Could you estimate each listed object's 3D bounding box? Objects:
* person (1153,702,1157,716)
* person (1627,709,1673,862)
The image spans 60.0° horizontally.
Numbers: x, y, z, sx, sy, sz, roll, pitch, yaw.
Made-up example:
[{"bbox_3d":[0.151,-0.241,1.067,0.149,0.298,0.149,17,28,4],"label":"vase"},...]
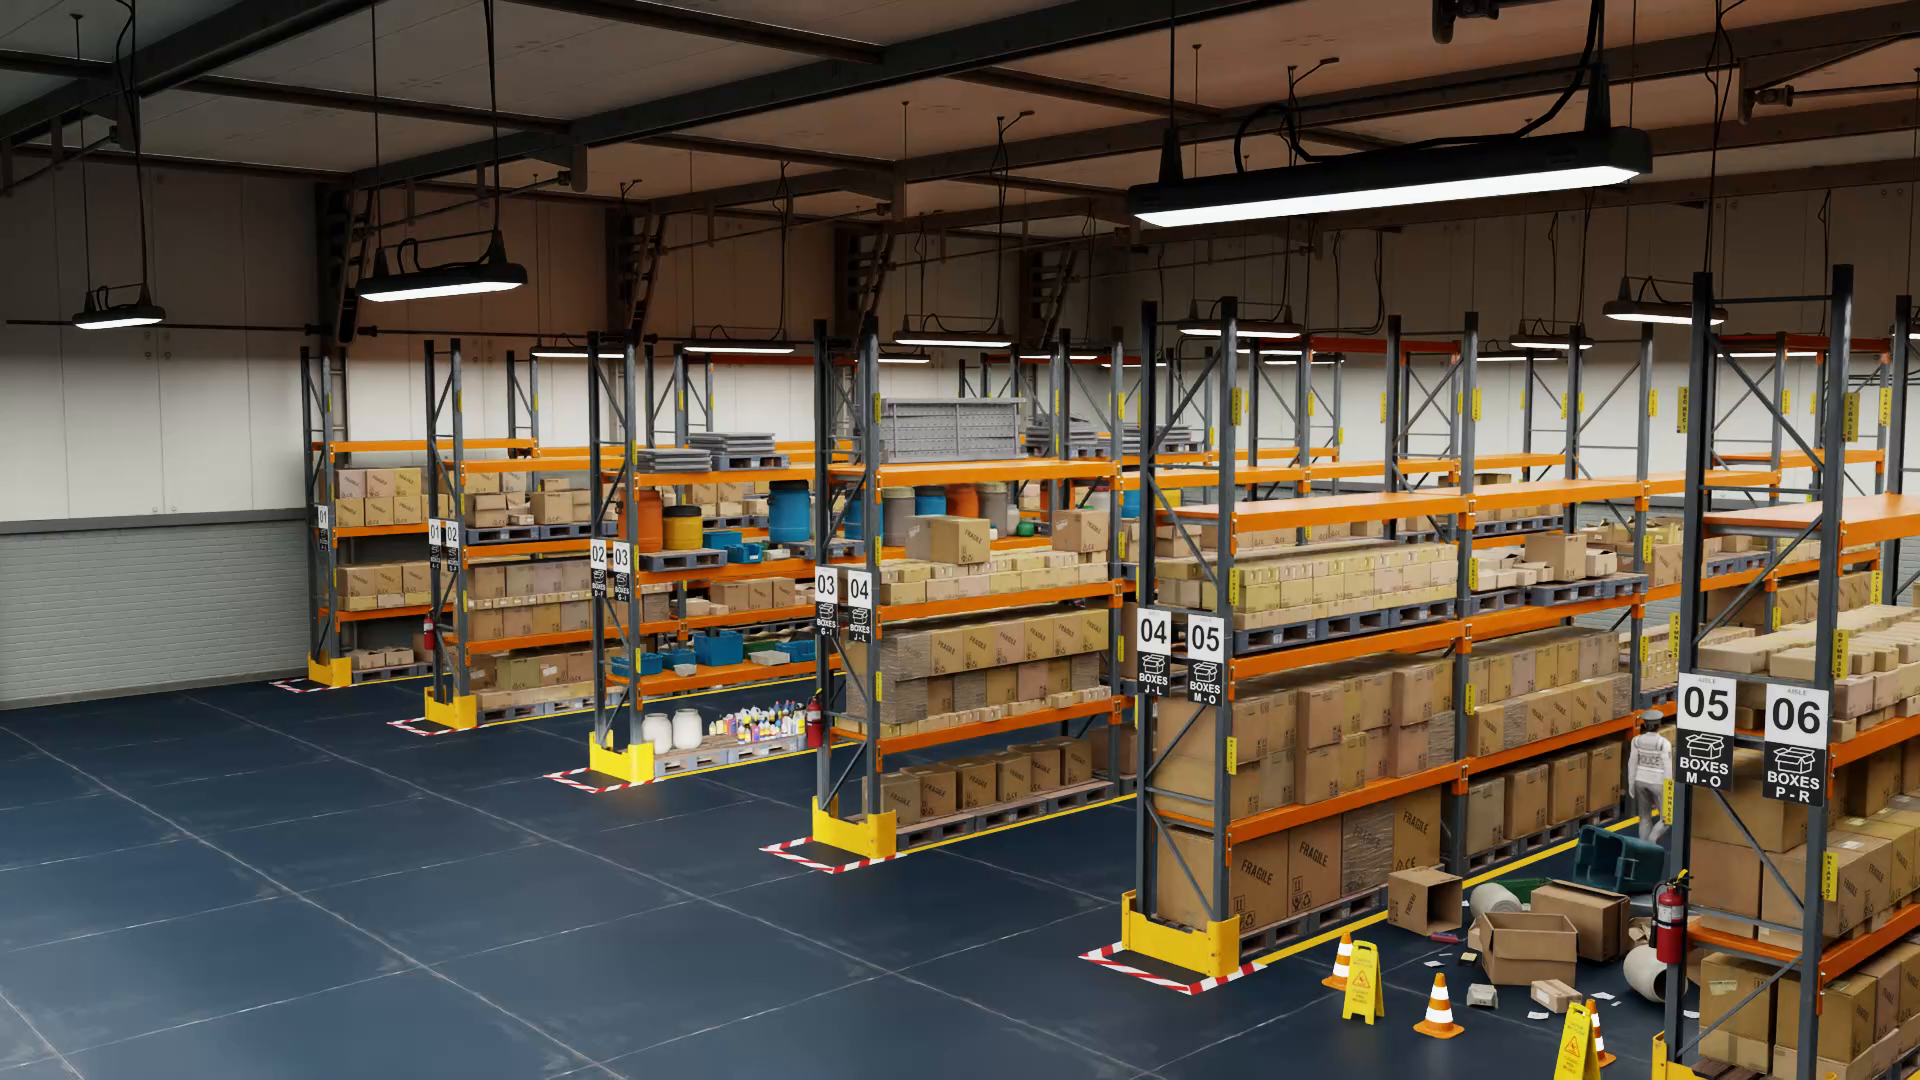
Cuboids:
[{"bbox_3d":[2.992,2.125,25.185,0.534,1.667,0.494,-5,7,-43],"label":"person"},{"bbox_3d":[7.614,2.723,18.362,0.516,1.674,0.512,-5,7,-43],"label":"person"}]
